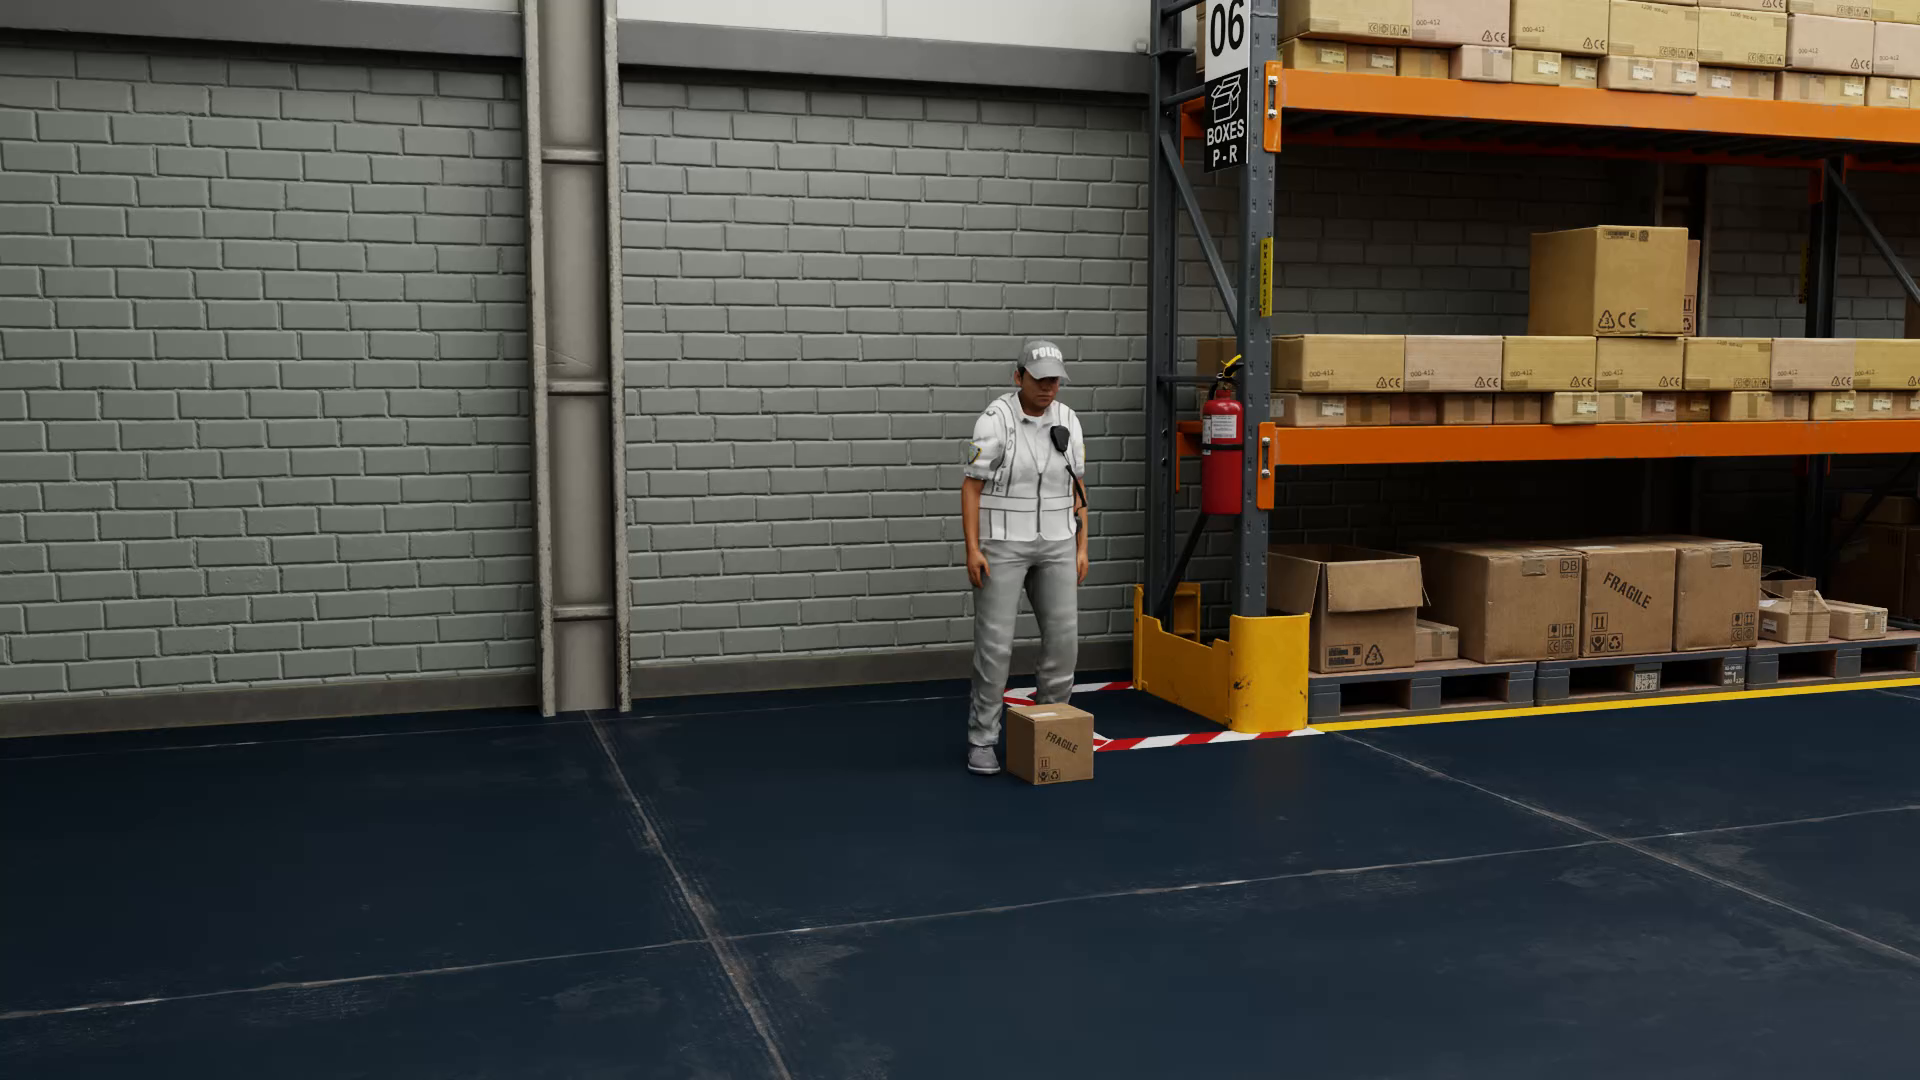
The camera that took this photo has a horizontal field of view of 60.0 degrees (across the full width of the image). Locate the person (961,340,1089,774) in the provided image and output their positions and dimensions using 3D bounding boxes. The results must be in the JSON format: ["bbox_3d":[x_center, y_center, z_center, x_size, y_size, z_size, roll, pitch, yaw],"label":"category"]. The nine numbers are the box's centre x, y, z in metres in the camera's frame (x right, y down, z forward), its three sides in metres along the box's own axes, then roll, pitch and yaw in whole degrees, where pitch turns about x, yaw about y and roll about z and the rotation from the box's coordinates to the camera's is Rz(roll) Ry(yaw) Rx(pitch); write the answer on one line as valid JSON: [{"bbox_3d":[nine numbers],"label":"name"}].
[{"bbox_3d":[0.263,0.055,6.507,0.537,1.665,0.470,-2,6,-19],"label":"person"}]
